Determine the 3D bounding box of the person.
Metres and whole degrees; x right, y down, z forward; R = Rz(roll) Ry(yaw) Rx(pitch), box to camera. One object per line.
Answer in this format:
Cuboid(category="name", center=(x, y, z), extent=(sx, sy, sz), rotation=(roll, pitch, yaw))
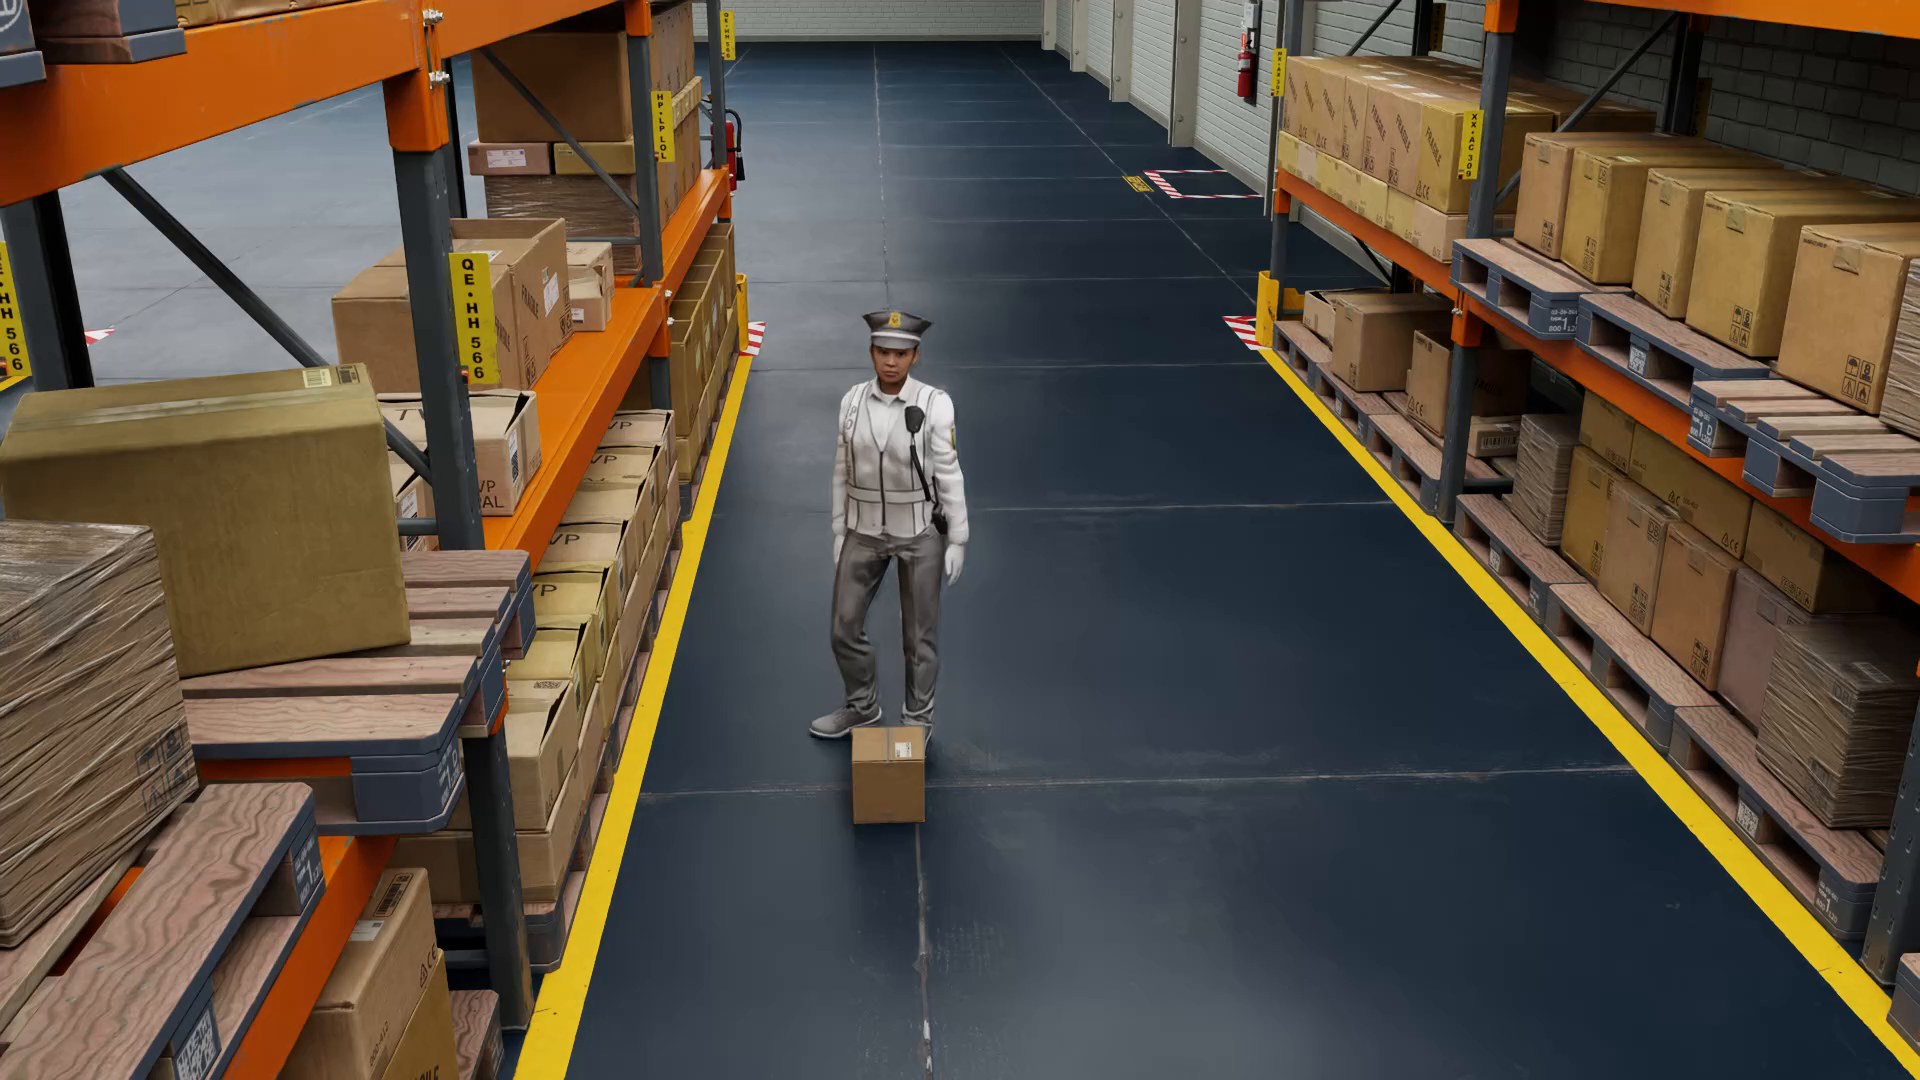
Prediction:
Cuboid(category="person", center=(-0.276, -0.016, 6.063), extent=(0.635, 1.698, 0.365), rotation=(5, 21, 14))
